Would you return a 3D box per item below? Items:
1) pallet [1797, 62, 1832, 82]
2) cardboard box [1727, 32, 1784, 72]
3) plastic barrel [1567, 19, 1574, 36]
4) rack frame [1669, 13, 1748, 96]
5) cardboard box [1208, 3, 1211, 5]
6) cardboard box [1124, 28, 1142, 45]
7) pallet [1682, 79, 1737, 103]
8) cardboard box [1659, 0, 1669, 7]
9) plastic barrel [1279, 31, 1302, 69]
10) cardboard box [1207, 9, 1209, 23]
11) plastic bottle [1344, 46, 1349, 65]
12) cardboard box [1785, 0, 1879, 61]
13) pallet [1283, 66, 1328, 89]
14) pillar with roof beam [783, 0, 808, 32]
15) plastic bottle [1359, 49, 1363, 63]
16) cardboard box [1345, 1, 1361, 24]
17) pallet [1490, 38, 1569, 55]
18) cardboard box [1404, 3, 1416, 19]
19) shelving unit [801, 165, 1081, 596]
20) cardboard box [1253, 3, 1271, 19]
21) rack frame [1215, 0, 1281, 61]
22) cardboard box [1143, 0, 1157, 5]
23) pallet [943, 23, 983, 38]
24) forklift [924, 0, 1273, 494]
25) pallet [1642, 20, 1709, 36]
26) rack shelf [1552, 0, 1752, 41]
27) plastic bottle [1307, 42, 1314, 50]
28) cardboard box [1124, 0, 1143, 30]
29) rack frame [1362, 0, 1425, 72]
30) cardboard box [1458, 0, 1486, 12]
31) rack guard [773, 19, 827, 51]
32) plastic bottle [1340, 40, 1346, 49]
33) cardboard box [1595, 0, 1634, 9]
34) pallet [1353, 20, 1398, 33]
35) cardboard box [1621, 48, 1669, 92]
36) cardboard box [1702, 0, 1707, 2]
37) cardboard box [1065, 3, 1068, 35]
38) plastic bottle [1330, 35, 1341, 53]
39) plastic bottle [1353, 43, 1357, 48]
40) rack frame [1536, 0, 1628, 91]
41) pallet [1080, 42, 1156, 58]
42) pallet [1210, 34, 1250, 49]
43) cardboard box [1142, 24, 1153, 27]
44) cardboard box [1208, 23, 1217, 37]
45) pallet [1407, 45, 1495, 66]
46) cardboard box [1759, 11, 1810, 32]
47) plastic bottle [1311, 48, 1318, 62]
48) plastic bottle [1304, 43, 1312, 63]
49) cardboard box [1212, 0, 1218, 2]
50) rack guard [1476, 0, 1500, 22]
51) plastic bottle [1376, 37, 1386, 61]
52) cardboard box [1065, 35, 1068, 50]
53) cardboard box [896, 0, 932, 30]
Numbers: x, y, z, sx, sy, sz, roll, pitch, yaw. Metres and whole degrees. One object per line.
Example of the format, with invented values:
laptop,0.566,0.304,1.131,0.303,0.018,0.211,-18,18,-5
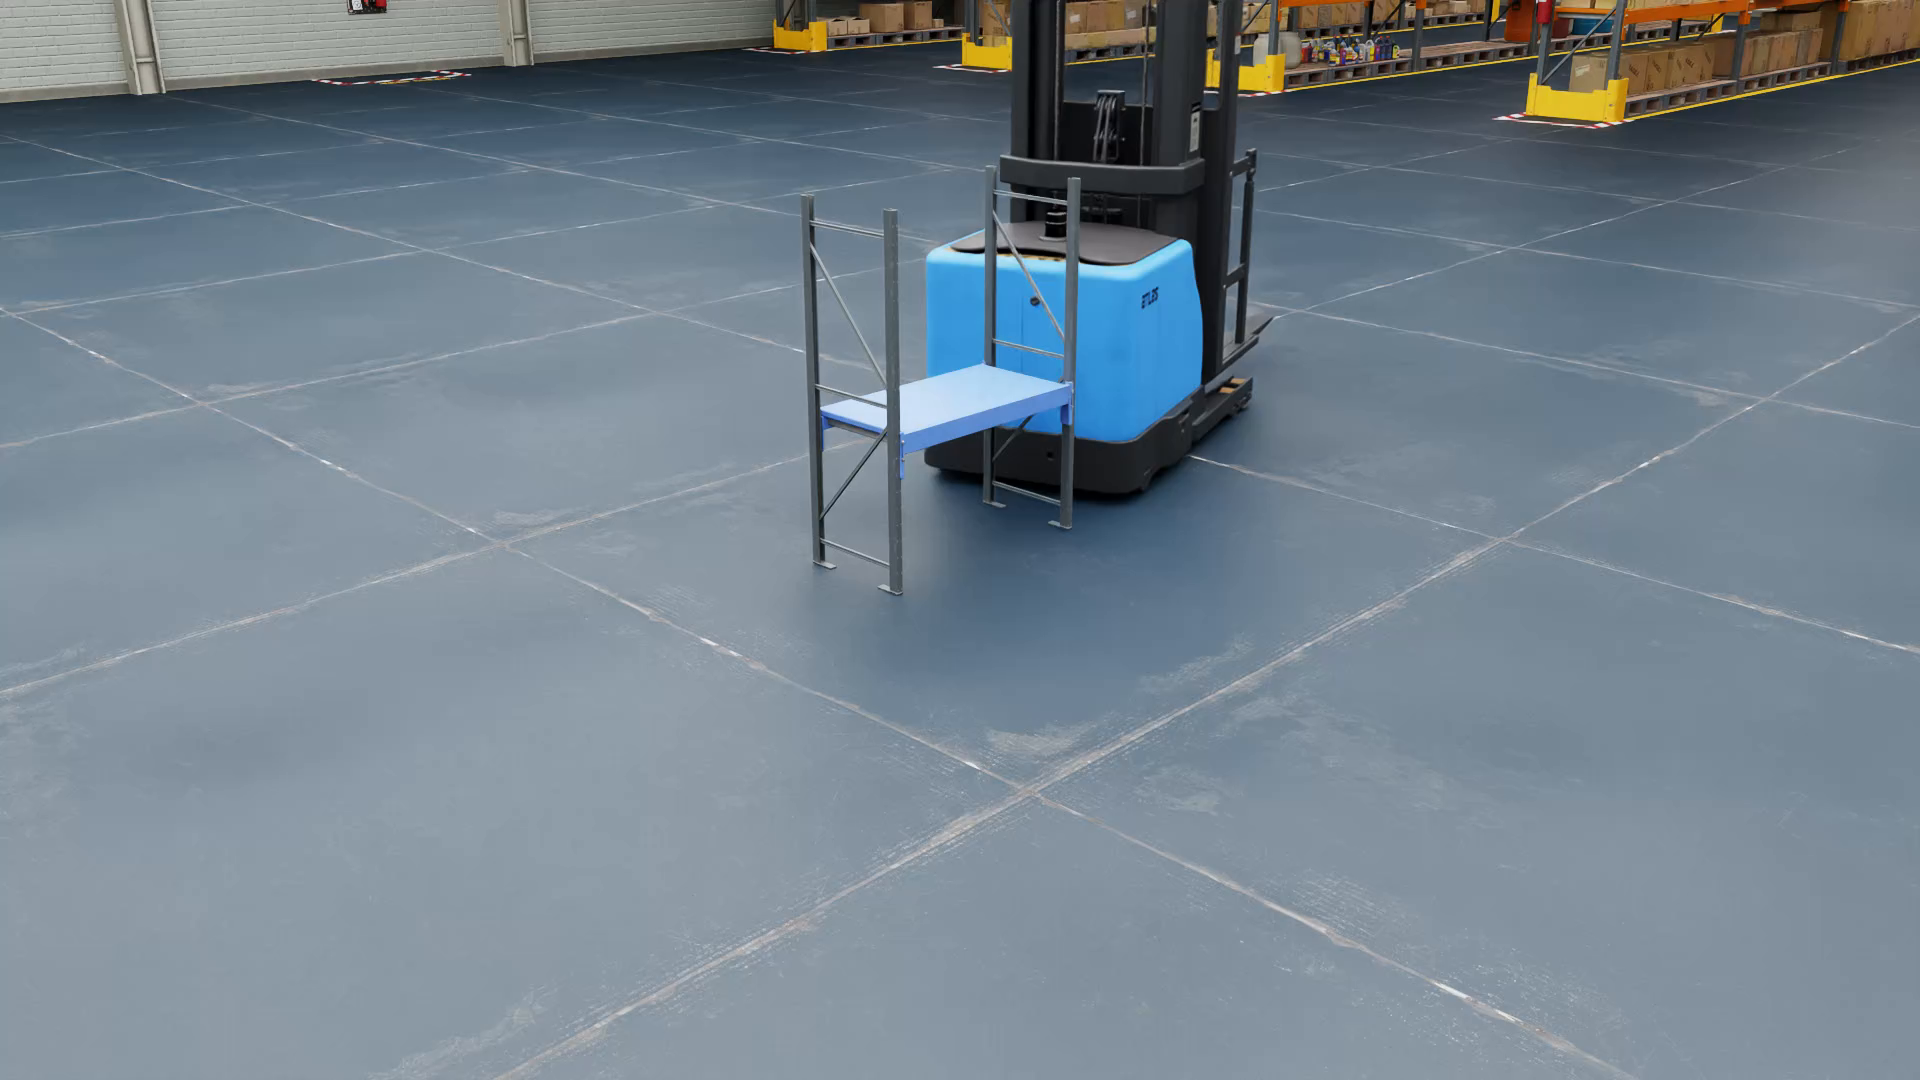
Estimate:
pallet,12.693,-7.247,25.636,1.003,0.211,1.213,19,28,41
cardboard box,11.629,-7.174,24.430,0.700,0.500,0.500,16,26,36
plastic barrel,11.137,-9.612,30.783,0.421,0.512,0.421,0,21,0
rack frame,10.449,-7.721,22.983,1.000,3.000,0.127,19,28,41
cardboard box,4.492,-9.943,31.229,0.500,0.311,0.500,19,28,40
cardboard box,2.831,-8.814,29.073,0.500,0.250,0.500,19,28,41
pallet,10.006,-6.238,23.011,1.003,0.211,1.213,19,28,41
cardboard box,8.740,-6.841,21.043,0.380,0.149,0.250,19,28,41
plastic barrel,4.864,-7.285,24.729,0.421,0.512,0.421,0,21,0
cardboard box,4.174,-9.547,30.199,0.500,0.311,0.500,19,28,40
plastic bottle,5.837,-7.341,25.182,0.097,0.271,0.097,0,21,0
cardboard box,13.736,-8.126,26.411,1.225,0.875,0.875,18,27,38
pallet,4.700,-6.870,24.654,1.003,0.211,1.213,19,28,41
pillar with roof beam,-0.035,-12.532,27.136,9.100,9.000,0.400,19,28,41
plastic bottle,6.119,-7.412,25.465,0.097,0.201,0.097,0,21,0
cardboard box,7.742,-10.713,33.637,0.500,0.500,0.500,18,27,39
pallet,10.211,-8.901,29.938,1.003,0.211,1.213,19,28,41
cardboard box,9.382,-11.262,35.329,0.500,0.311,0.500,19,28,41
shelving unit,-0.059,-0.678,6.748,0.538,1.500,1.048,19,28,41
cardboard box,5.597,-10.073,31.566,0.500,0.311,0.500,19,28,40
rack frame,4.110,-7.933,23.533,1.000,3.000,0.127,19,28,41
cardboard box,3.815,-12.041,36.632,0.750,0.750,0.750,19,28,40
pallet,0.344,-10.339,33.681,1.003,0.211,1.213,19,28,41
forklift,0.918,-2.065,8.361,1.130,2.935,3.031,10,23,24
pallet,14.668,-10.542,34.207,1.003,0.211,1.213,19,28,41
rack shelf,9.054,-6.871,21.774,1.077,0.370,4.000,19,28,41
plastic bottle,5.369,-7.542,25.700,0.152,0.276,0.135,18,28,39
cardboard box,2.830,-9.165,28.940,0.500,0.500,0.500,19,28,41
rack frame,6.900,-8.961,26.208,1.000,3.000,0.127,19,28,41
cardboard box,11.522,-12.124,37.307,0.500,0.500,0.500,19,28,41
rack guard,-2.935,-9.265,30.483,1.175,0.500,0.348,19,28,41
plastic bottle,6.025,-7.722,26.173,0.097,0.271,0.097,0,21,0
cardboard box,8.028,-6.589,20.388,0.380,0.149,0.250,19,28,41
pallet,8.394,-10.738,34.718,1.003,0.211,1.213,19,28,41
cardboard box,8.949,-6.197,21.916,0.500,0.500,0.500,-17,27,-37
cardboard box,9.602,-7.166,21.889,0.380,0.149,0.250,19,28,41
cardboard box,1.444,-8.647,27.593,0.500,0.500,0.500,19,28,41
plastic bottle,5.908,-7.778,26.208,0.144,0.351,0.185,18,27,38
plastic bottle,6.105,-7.514,25.616,0.061,0.283,0.133,19,28,41
rack frame,7.658,-6.693,20.307,1.000,3.000,0.127,19,28,41
pallet,2.769,-8.706,29.431,1.003,0.211,1.213,19,28,41
pallet,4.691,-9.414,31.274,1.003,0.211,1.213,19,28,41
cardboard box,3.435,-9.293,30.320,0.500,0.250,0.500,19,28,40
cardboard box,4.530,-9.421,30.651,0.500,0.250,0.500,18,28,39
pallet,8.271,-8.186,28.078,1.003,0.211,1.213,19,28,41
cardboard box,12.431,-7.820,25.064,0.500,0.250,0.500,-16,26,-36
plastic bottle,5.471,-7.481,25.644,0.097,0.201,0.097,0,21,0
plastic bottle,5.349,-7.483,25.536,0.061,0.283,0.133,19,28,41
cardboard box,5.978,-12.693,38.816,0.700,0.500,0.500,20,29,41
rack guard,11.672,-12.100,37.859,1.175,0.500,0.348,19,28,41
plastic bottle,6.524,-7.643,25.857,0.144,0.351,0.185,18,27,38
cardboard box,1.443,-8.298,27.729,0.500,0.250,0.500,19,28,41
cardboard box,-0.893,-10.202,32.308,0.500,0.500,0.500,17,27,37
